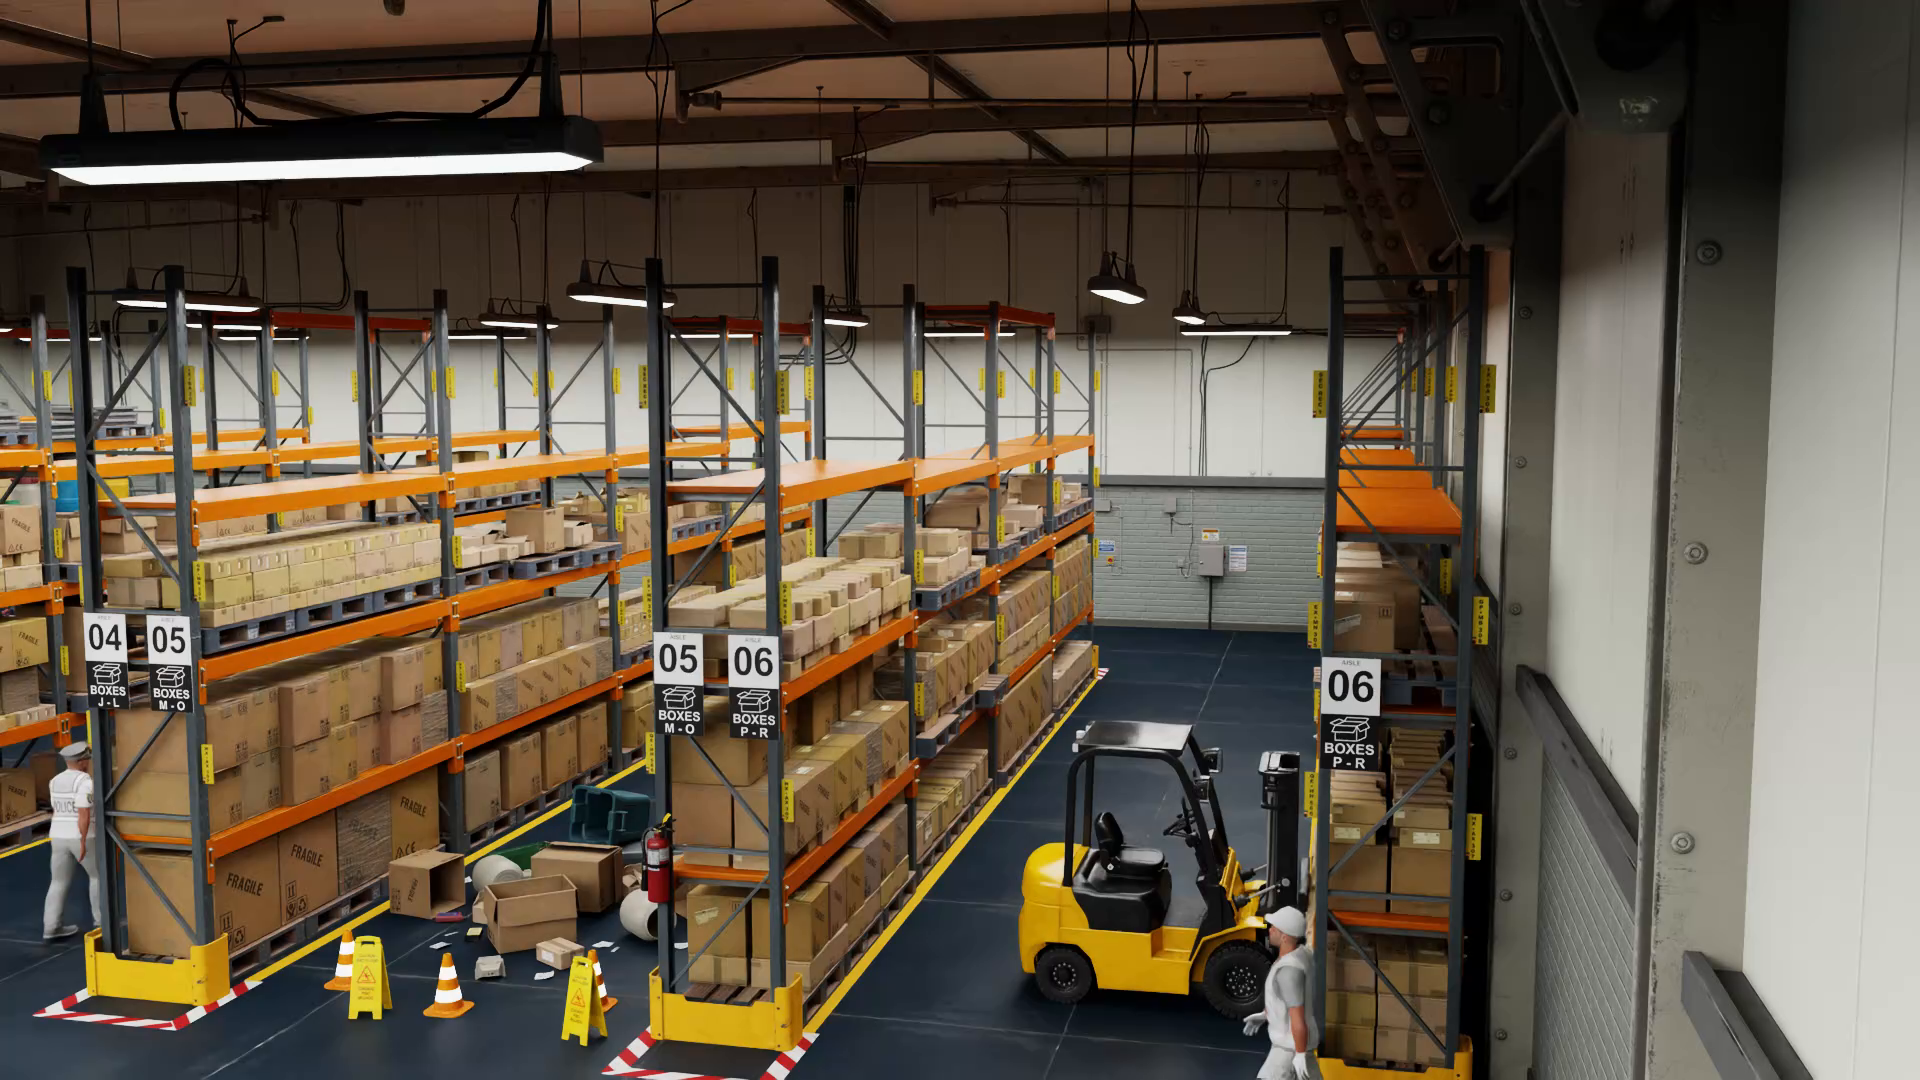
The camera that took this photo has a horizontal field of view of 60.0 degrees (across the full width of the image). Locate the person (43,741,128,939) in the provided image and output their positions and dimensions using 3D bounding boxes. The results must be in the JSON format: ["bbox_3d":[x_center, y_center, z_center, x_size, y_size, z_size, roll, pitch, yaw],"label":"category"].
[{"bbox_3d":[-8.124,2.773,15.269,0.560,1.808,0.678,1,6,8],"label":"person"}]

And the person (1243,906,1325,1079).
[{"bbox_3d":[2.035,3.192,10.677,1.072,1.716,0.654,0,6,4],"label":"person"}]
